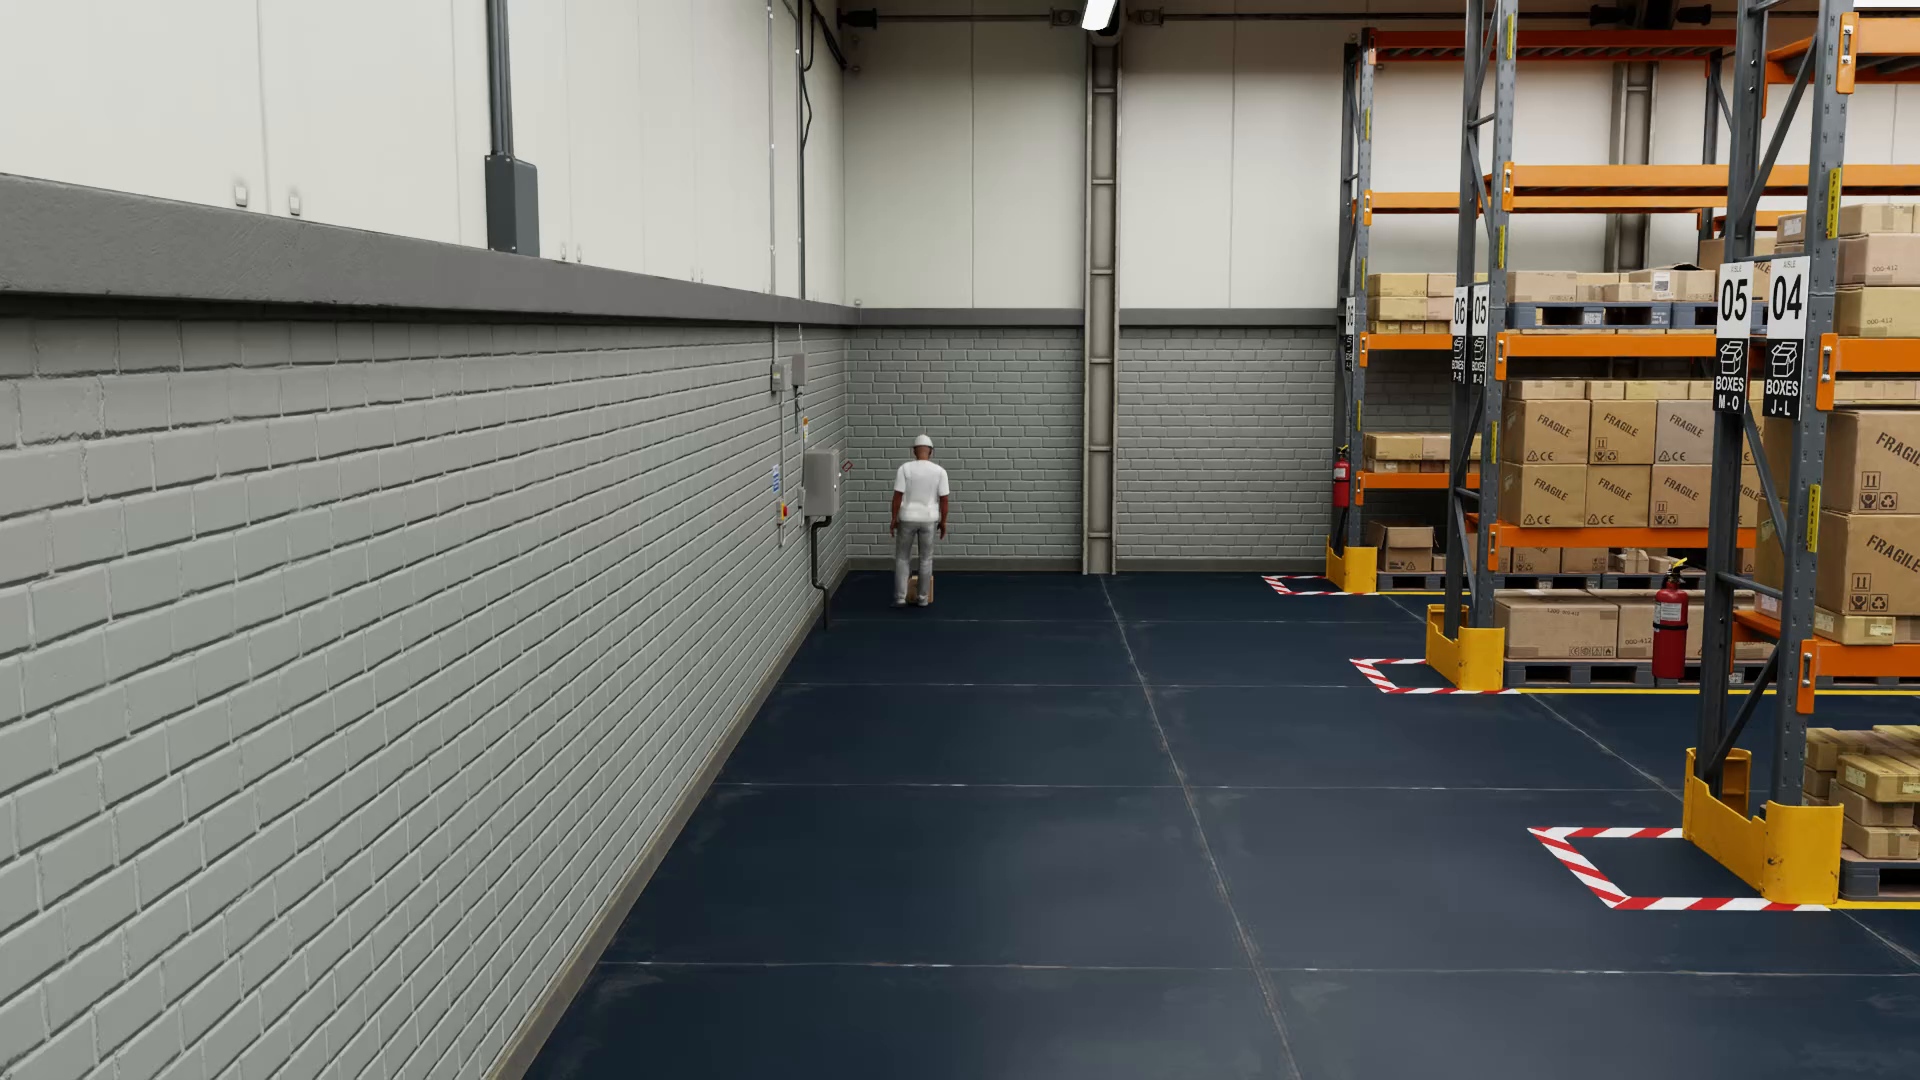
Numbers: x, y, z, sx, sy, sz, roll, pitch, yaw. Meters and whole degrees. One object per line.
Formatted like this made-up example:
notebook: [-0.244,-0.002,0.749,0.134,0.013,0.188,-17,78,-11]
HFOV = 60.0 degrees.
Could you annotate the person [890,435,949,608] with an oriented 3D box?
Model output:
person: [-0.424,-0.175,17.087,0.605,1.819,0.496,-1,7,-5]
